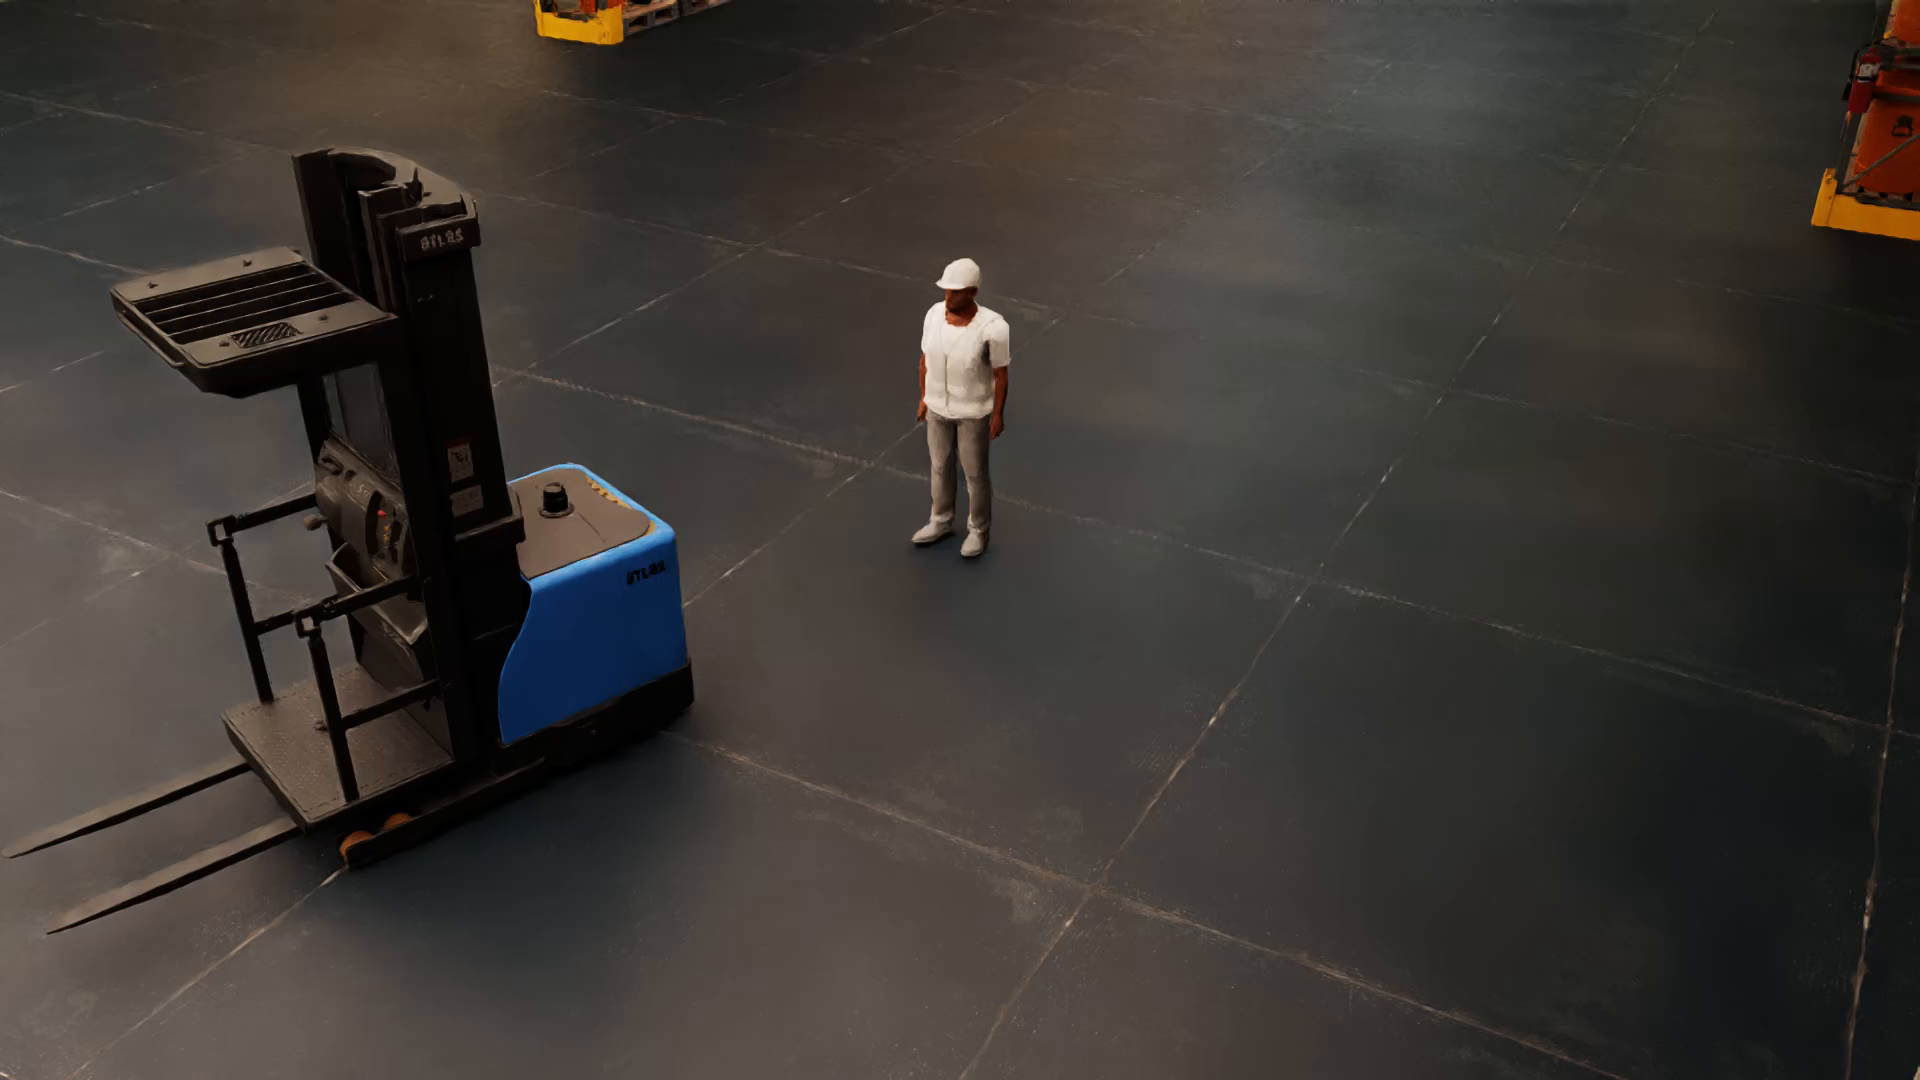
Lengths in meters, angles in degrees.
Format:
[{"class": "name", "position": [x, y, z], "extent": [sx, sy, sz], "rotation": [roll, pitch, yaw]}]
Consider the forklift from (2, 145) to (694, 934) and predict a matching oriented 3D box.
[{"class": "forklift", "position": [-2.797, -0.095, 7.234], "extent": [3.031, 2.935, 1.130], "rotation": [-23, 37, -35]}]

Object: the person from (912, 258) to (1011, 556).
[{"class": "person", "position": [-0.005, -0.760, 9.551], "extent": [0.559, 1.771, 0.367], "rotation": [15, 33, 25]}]
